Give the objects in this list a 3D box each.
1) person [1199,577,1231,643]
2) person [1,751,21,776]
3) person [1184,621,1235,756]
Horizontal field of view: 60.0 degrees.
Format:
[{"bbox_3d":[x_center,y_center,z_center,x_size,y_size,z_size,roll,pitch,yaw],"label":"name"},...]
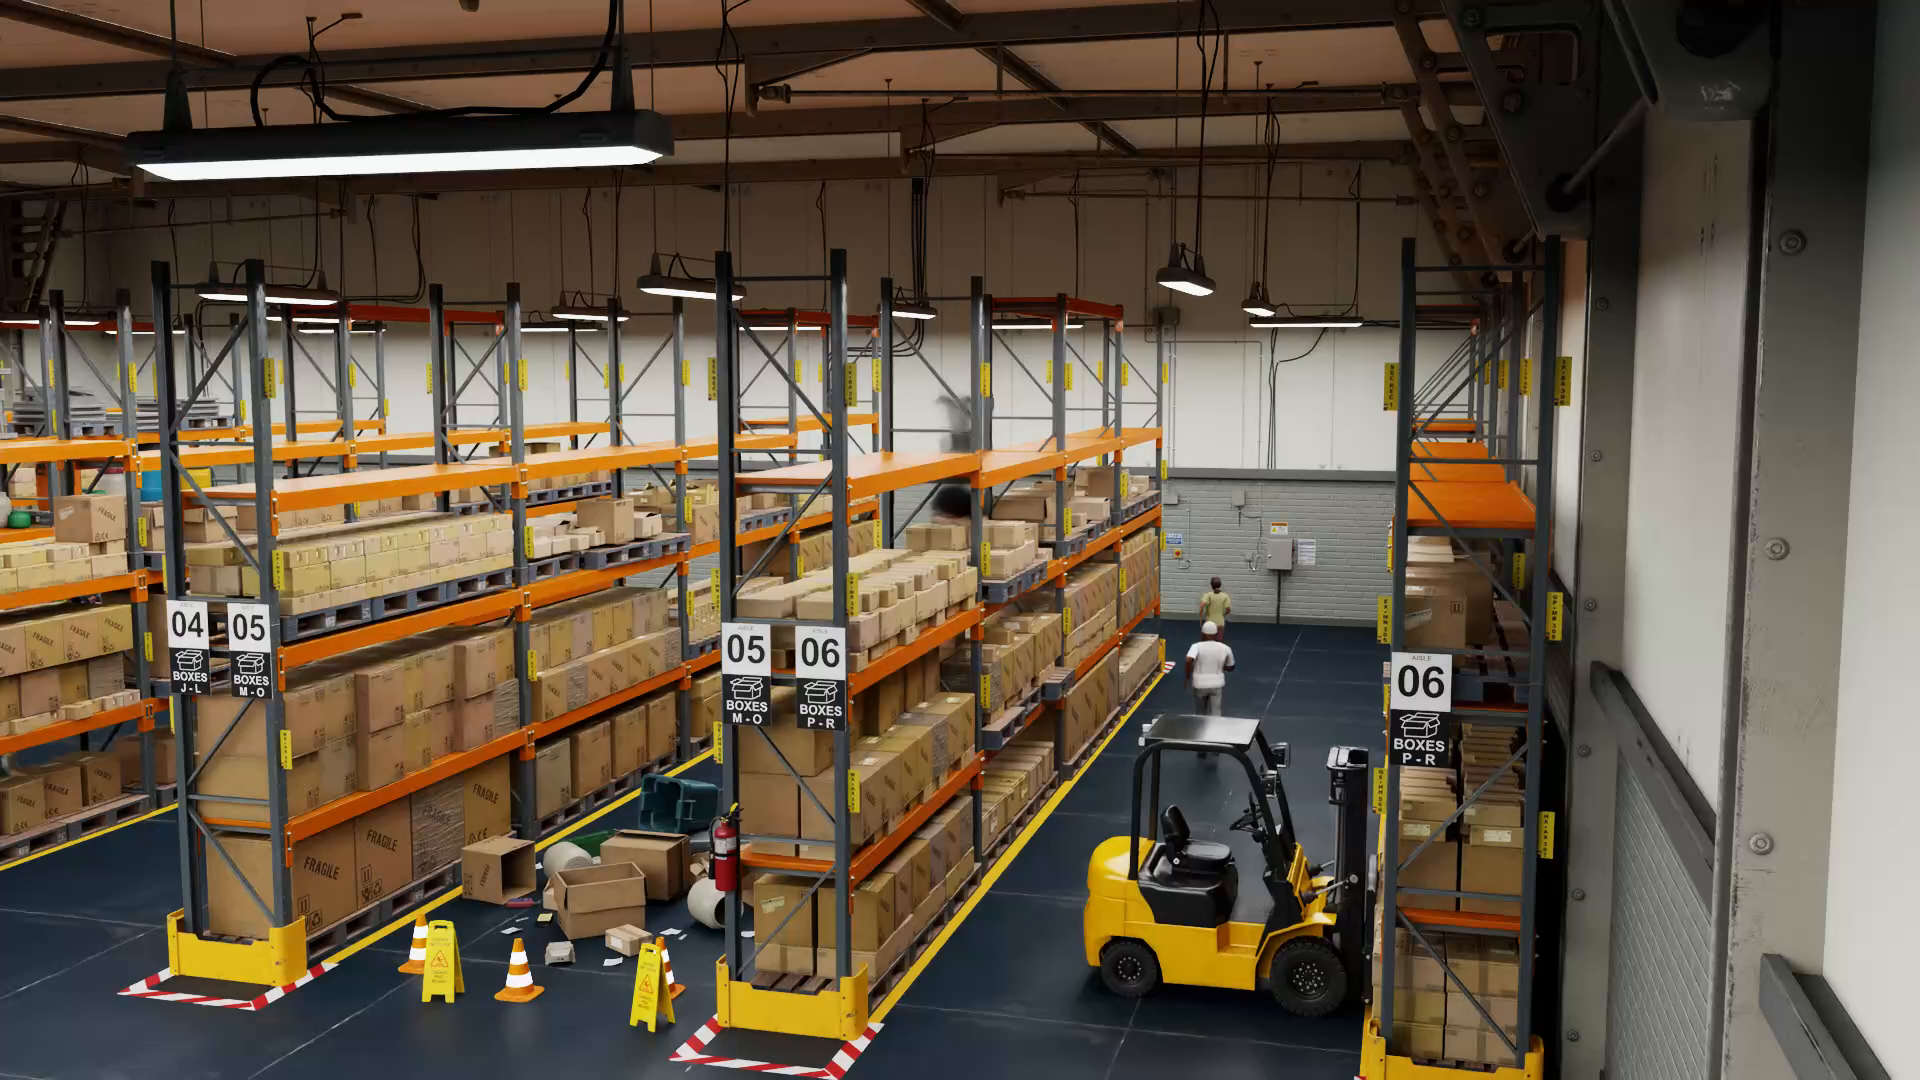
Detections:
[{"bbox_3d":[4.205,1.423,27.686,0.595,1.634,0.554,-1,6,-9],"label":"person"},{"bbox_3d":[-11.208,2.295,19.424,0.540,1.677,0.697,1,6,7],"label":"person"},{"bbox_3d":[3.272,1.953,21.822,0.688,1.781,0.950,0,6,4],"label":"person"}]
